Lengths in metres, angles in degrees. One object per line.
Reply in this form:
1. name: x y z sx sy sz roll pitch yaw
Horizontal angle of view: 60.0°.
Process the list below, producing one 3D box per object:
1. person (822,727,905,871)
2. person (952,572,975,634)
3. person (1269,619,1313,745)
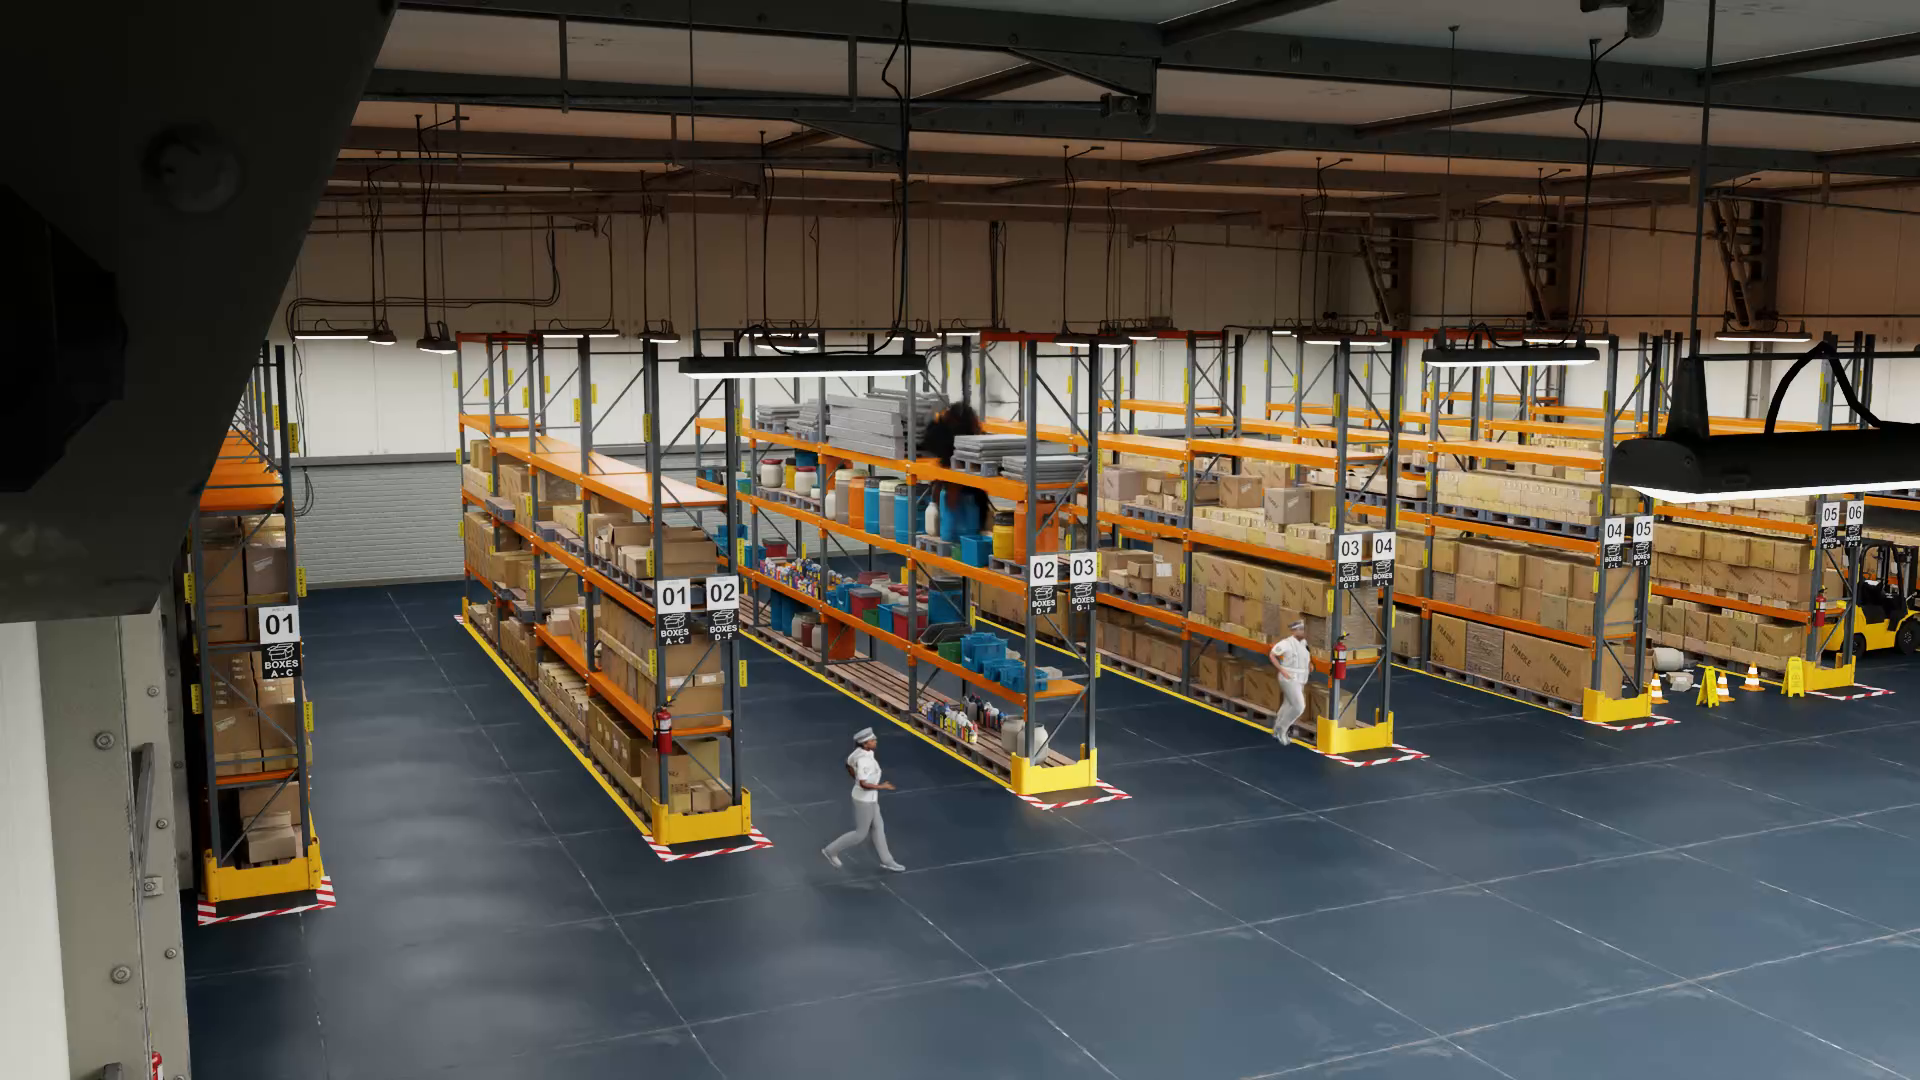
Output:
1. person: -1.096 2.949 18.852 0.939 1.697 0.595 0 8 -2
2. person: 0.080 1.321 31.116 0.605 1.648 0.530 -5 9 -34
3. person: 4.780 2.015 23.668 0.570 1.804 0.639 7 10 42
